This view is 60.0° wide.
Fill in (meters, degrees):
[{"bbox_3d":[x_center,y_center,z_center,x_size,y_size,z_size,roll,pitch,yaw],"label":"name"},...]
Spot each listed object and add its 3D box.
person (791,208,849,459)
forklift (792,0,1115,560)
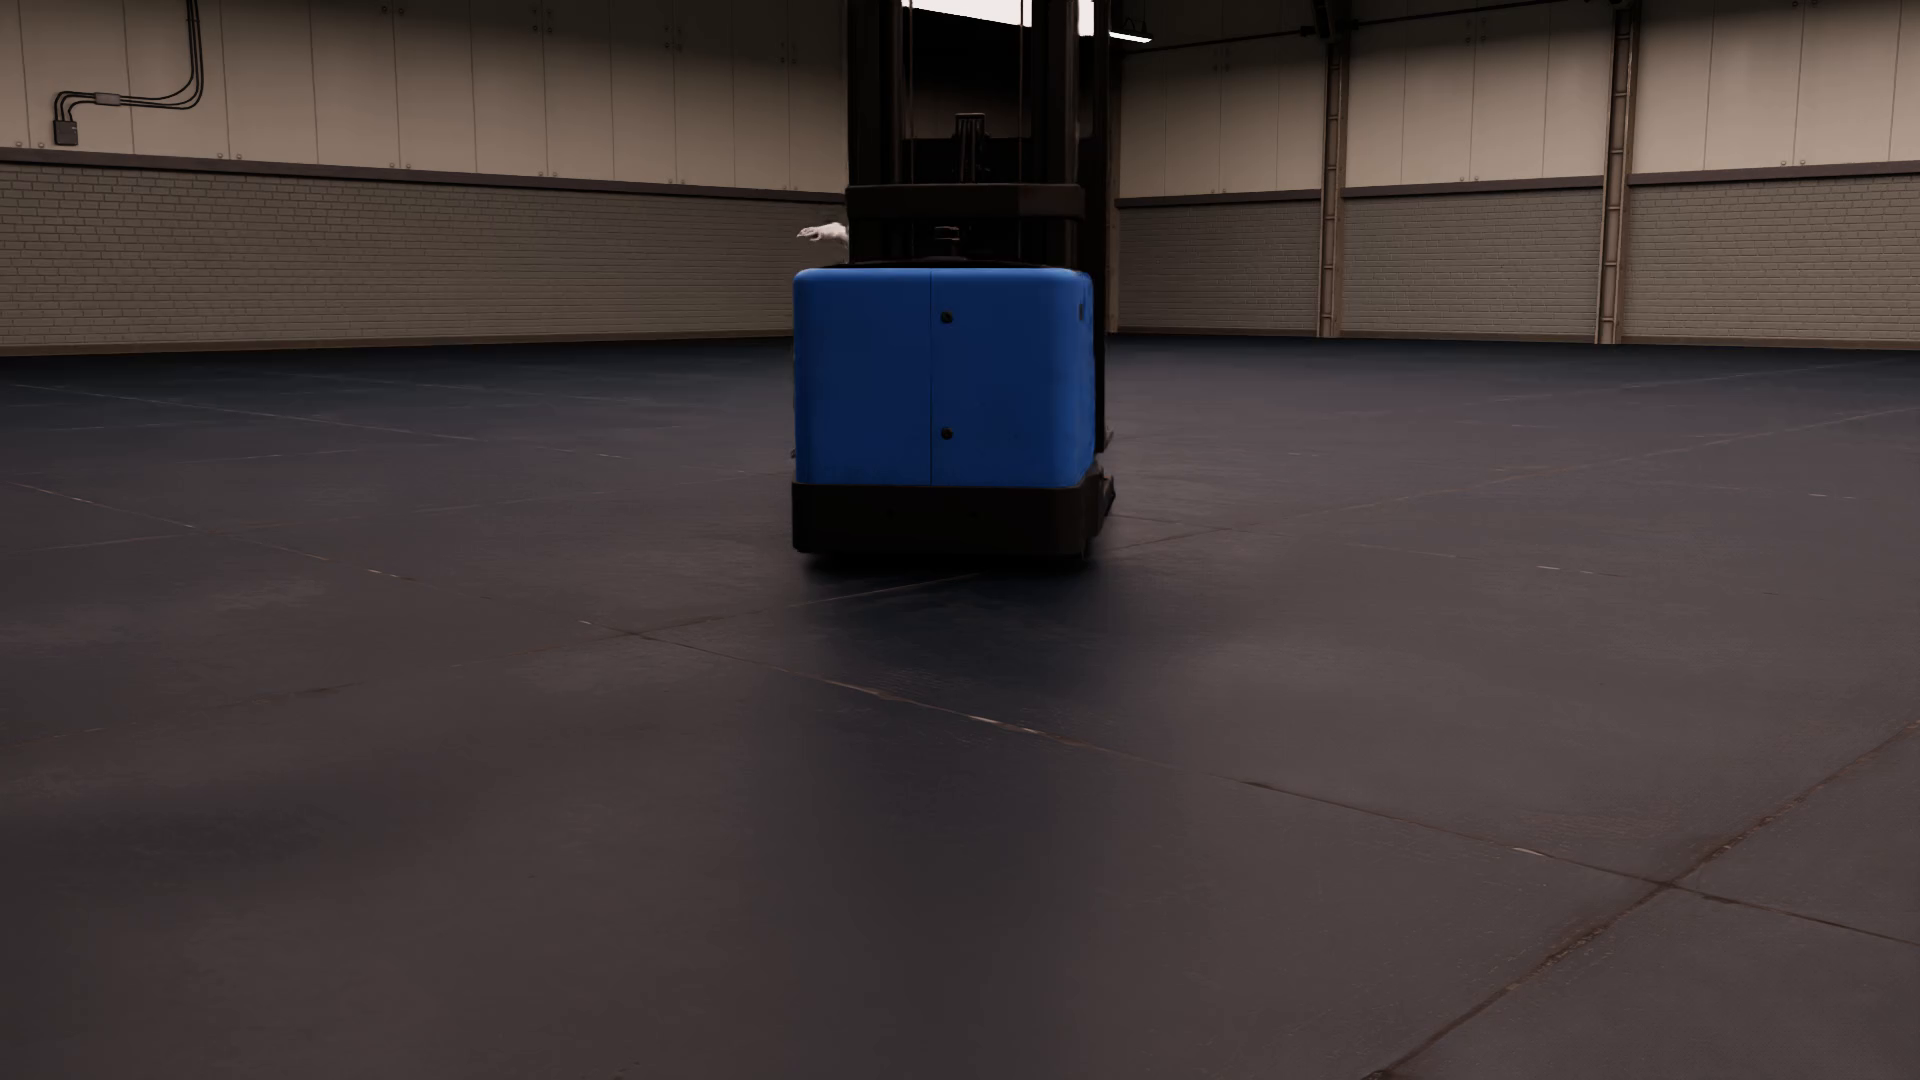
[{"bbox_3d":[-0.712,-1.066,8.806,0.928,1.369,0.890,7,11,38],"label":"person"},{"bbox_3d":[0.112,-1.554,7.192,1.130,2.935,3.031,1,9,8],"label":"forklift"}]
